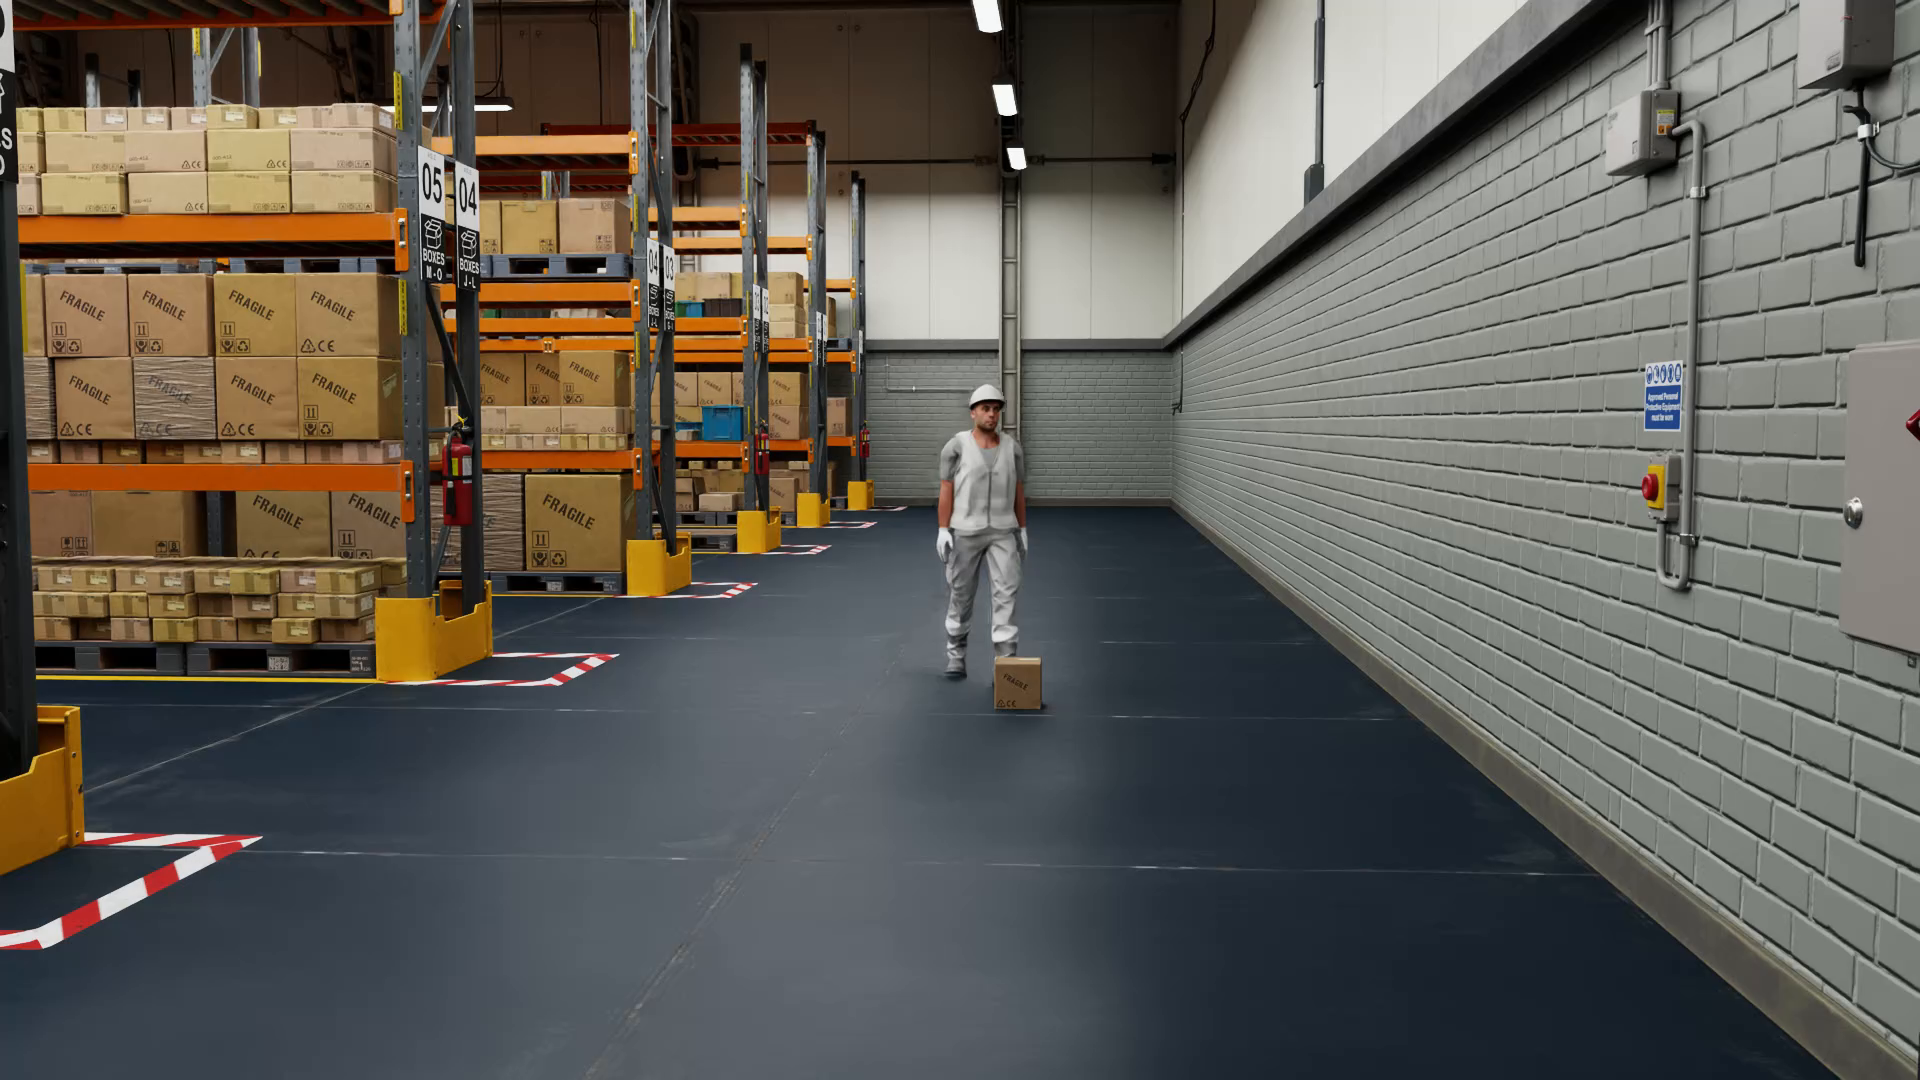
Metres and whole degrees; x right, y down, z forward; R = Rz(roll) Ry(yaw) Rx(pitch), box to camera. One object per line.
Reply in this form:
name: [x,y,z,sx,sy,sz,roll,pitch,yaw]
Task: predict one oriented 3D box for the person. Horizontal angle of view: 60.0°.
person: [0.149,-0.030,9.865,0.571,1.784,0.837,-1,4,-13]
